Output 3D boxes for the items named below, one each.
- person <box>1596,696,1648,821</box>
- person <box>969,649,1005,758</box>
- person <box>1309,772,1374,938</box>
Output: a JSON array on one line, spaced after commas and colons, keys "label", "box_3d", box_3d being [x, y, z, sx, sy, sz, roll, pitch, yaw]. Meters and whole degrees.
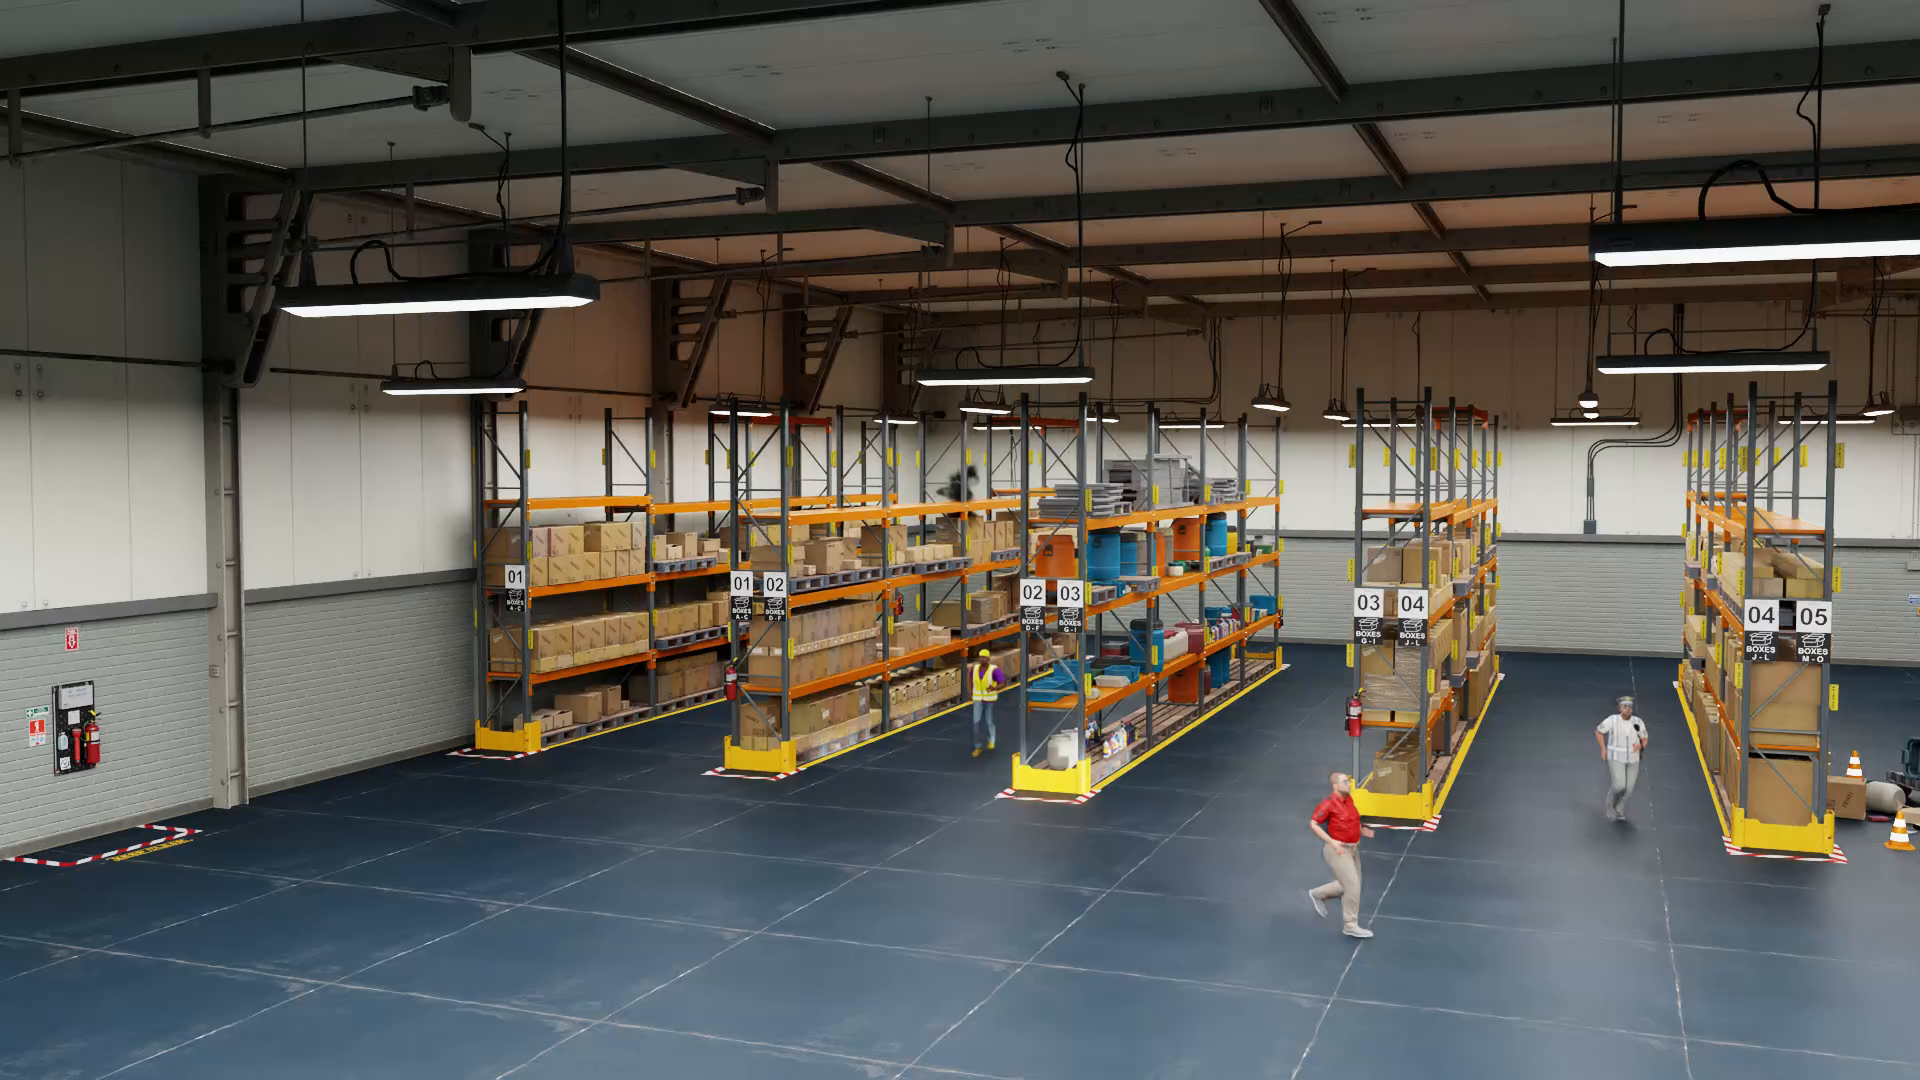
[{"label": "person", "box_3d": [9.122, 3.007, 22.823, 0.639, 1.741, 0.622, 0, 3, 4]}, {"label": "person", "box_3d": [0.442, 2.753, 28.202, 0.680, 1.822, 0.794, 1, 3, 13]}, {"label": "person", "box_3d": [4.007, 3.297, 17.579, 0.830, 1.688, 0.675, 3, 4, 43]}]
